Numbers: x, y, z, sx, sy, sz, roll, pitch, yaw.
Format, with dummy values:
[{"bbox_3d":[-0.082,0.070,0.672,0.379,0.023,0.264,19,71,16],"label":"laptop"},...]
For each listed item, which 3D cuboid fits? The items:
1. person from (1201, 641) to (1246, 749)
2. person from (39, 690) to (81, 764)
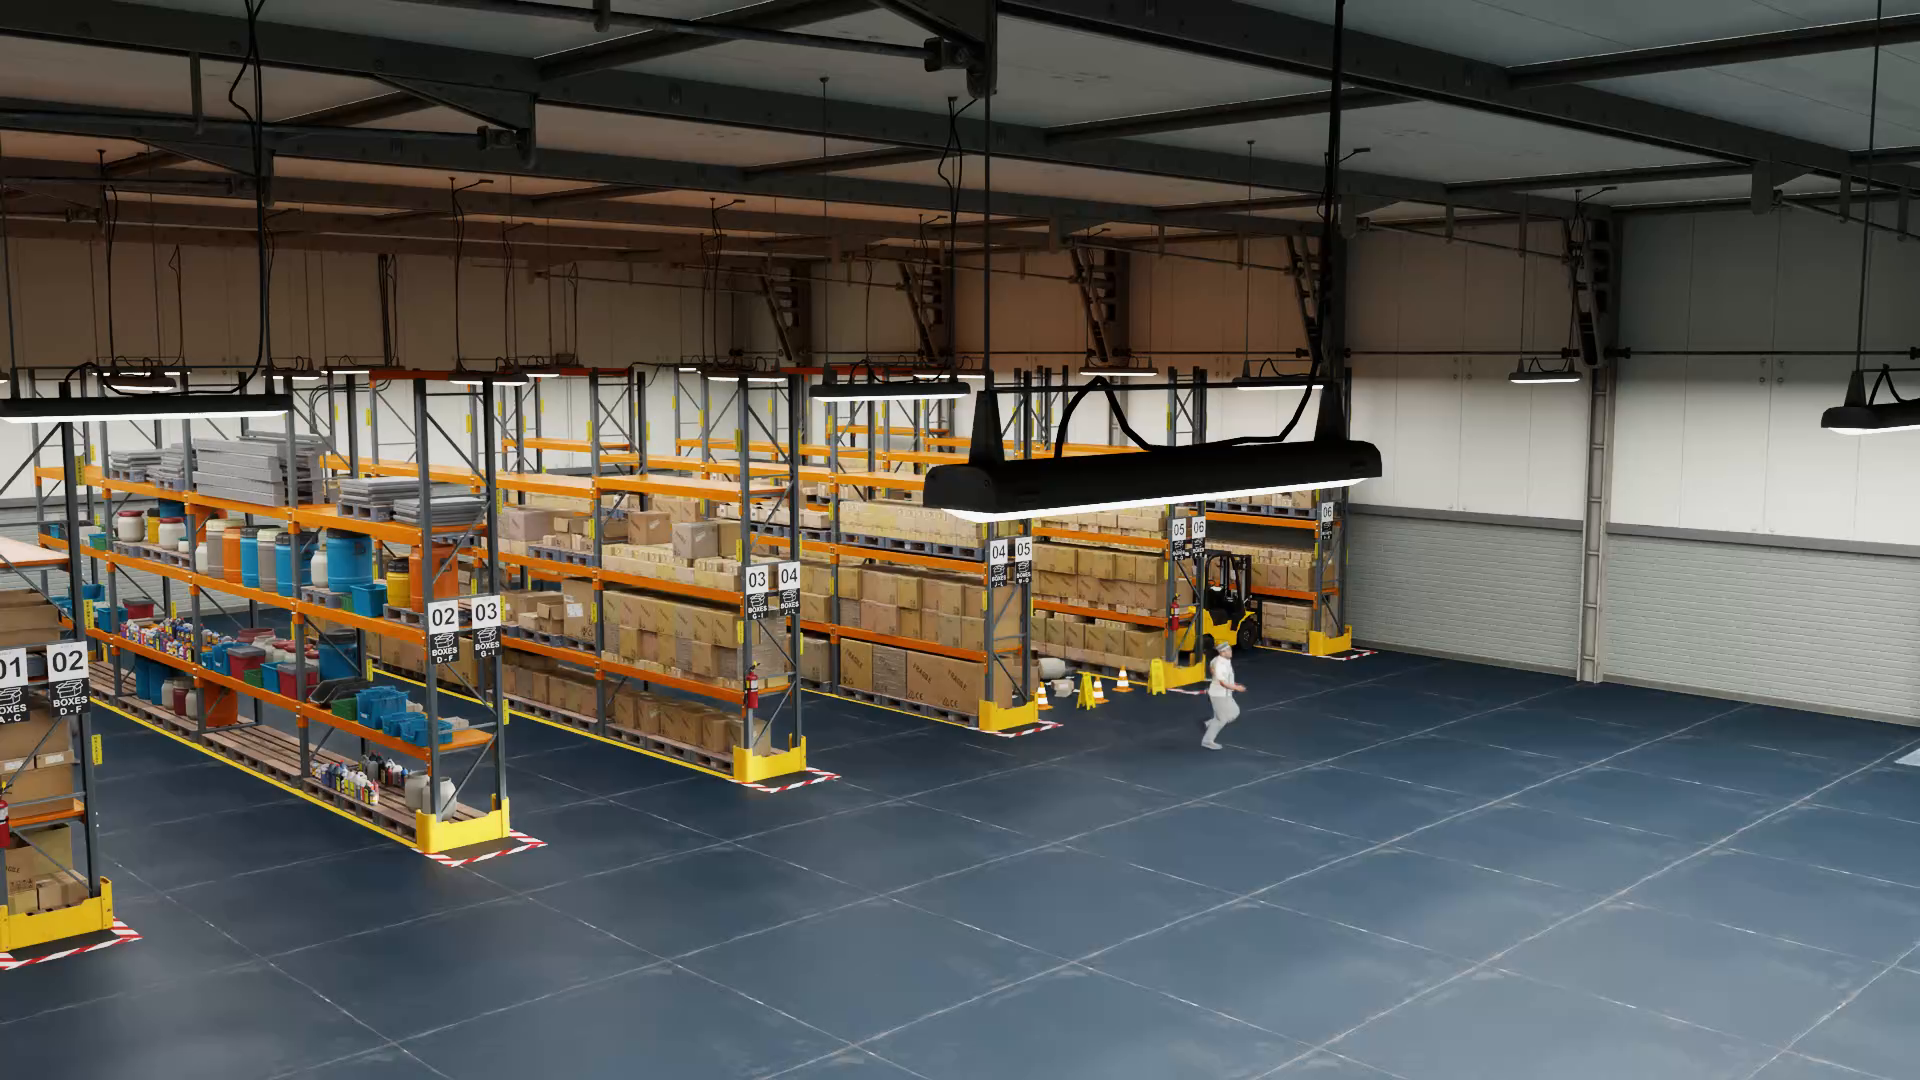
[{"bbox_3d":[4.237,2.464,26.661,0.692,1.743,0.693,1,7,11],"label":"person"},{"bbox_3d":[-13.872,2.600,25.747,0.855,1.644,0.610,5,8,40],"label":"person"}]
